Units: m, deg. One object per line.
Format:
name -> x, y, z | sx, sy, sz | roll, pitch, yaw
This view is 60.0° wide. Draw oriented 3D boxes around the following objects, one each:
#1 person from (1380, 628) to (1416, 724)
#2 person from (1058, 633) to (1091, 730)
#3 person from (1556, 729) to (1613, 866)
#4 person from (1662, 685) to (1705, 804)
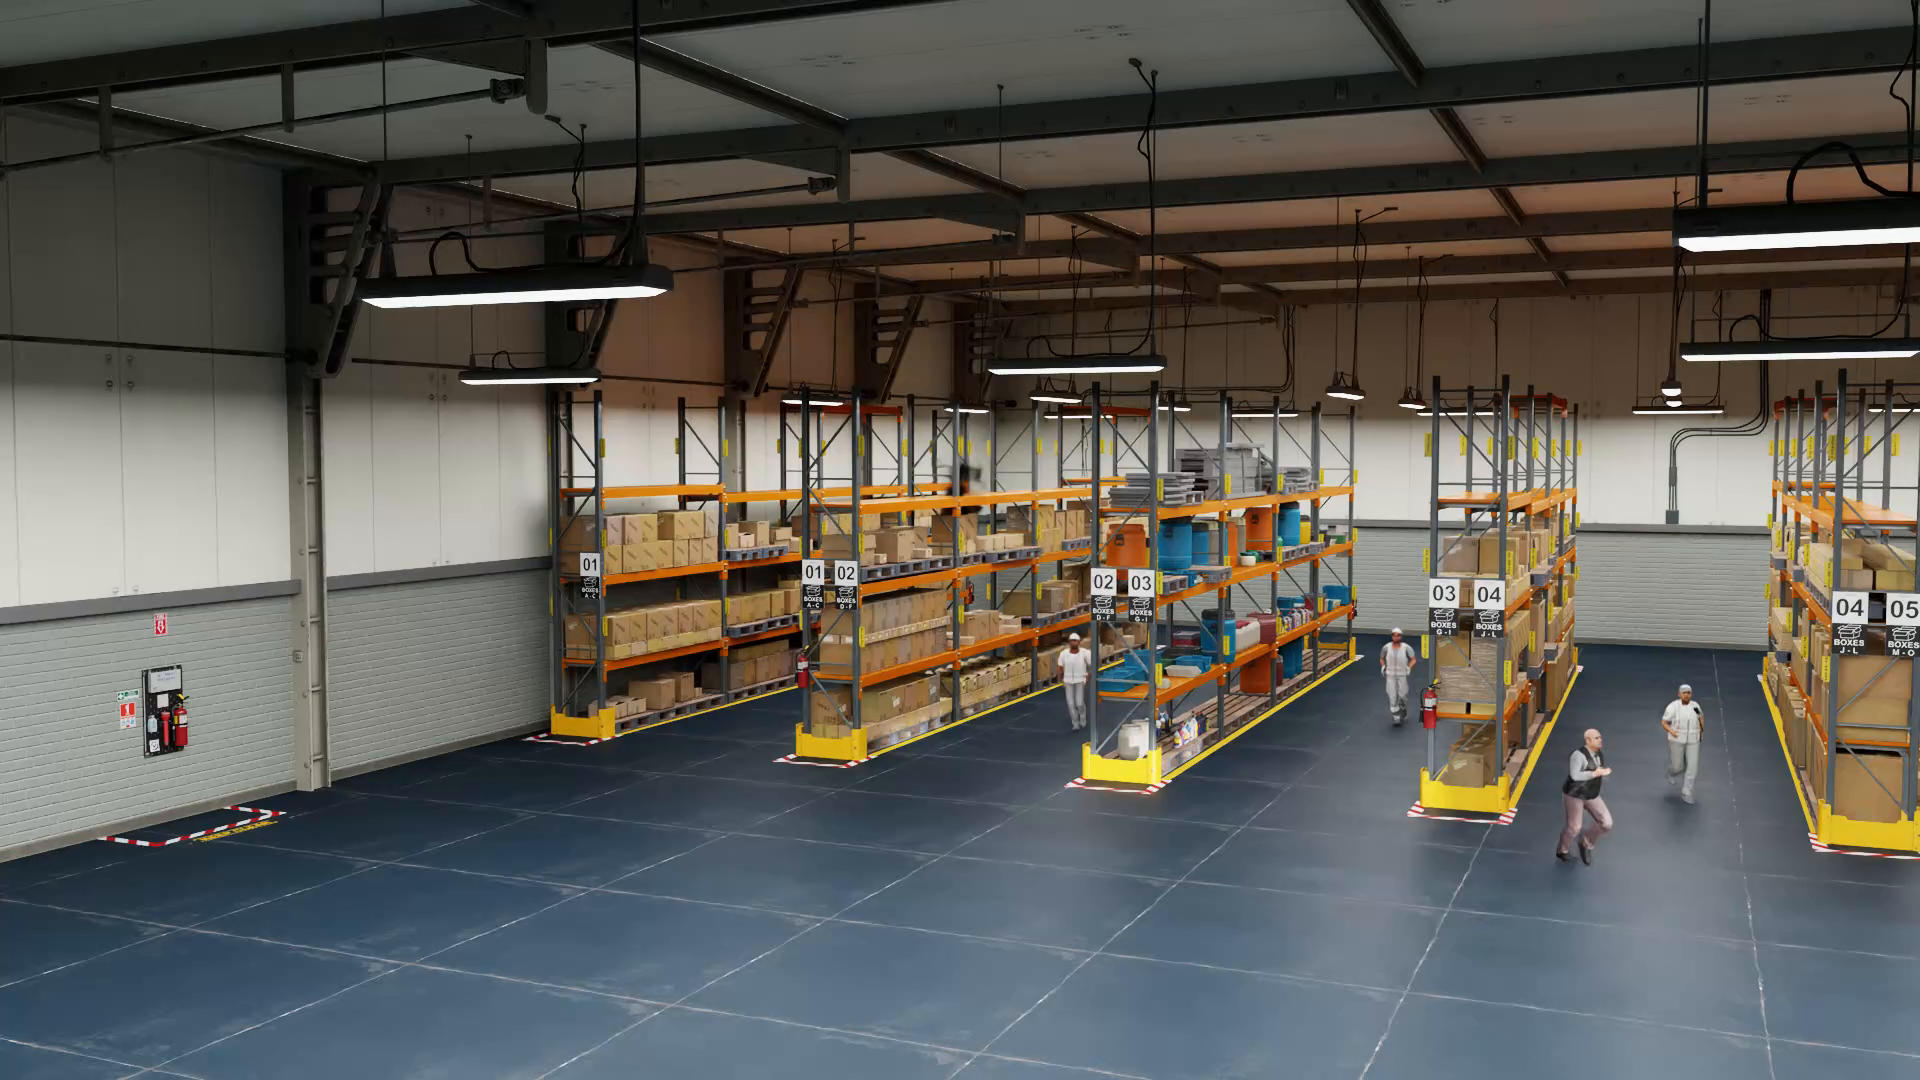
person -> 7.922, 2.463, 30.155 | 0.636, 1.741, 0.586 | 1, 3, 21
person -> 2.029, 2.507, 29.353 | 0.674, 1.721, 0.569 | 1, 3, 17
person -> 7.421, 3.051, 19.752 | 0.628, 1.666, 0.823 | -2, 3, -25
person -> 10.331, 2.881, 23.729 | 0.607, 1.651, 0.779 | 1, 3, 9
